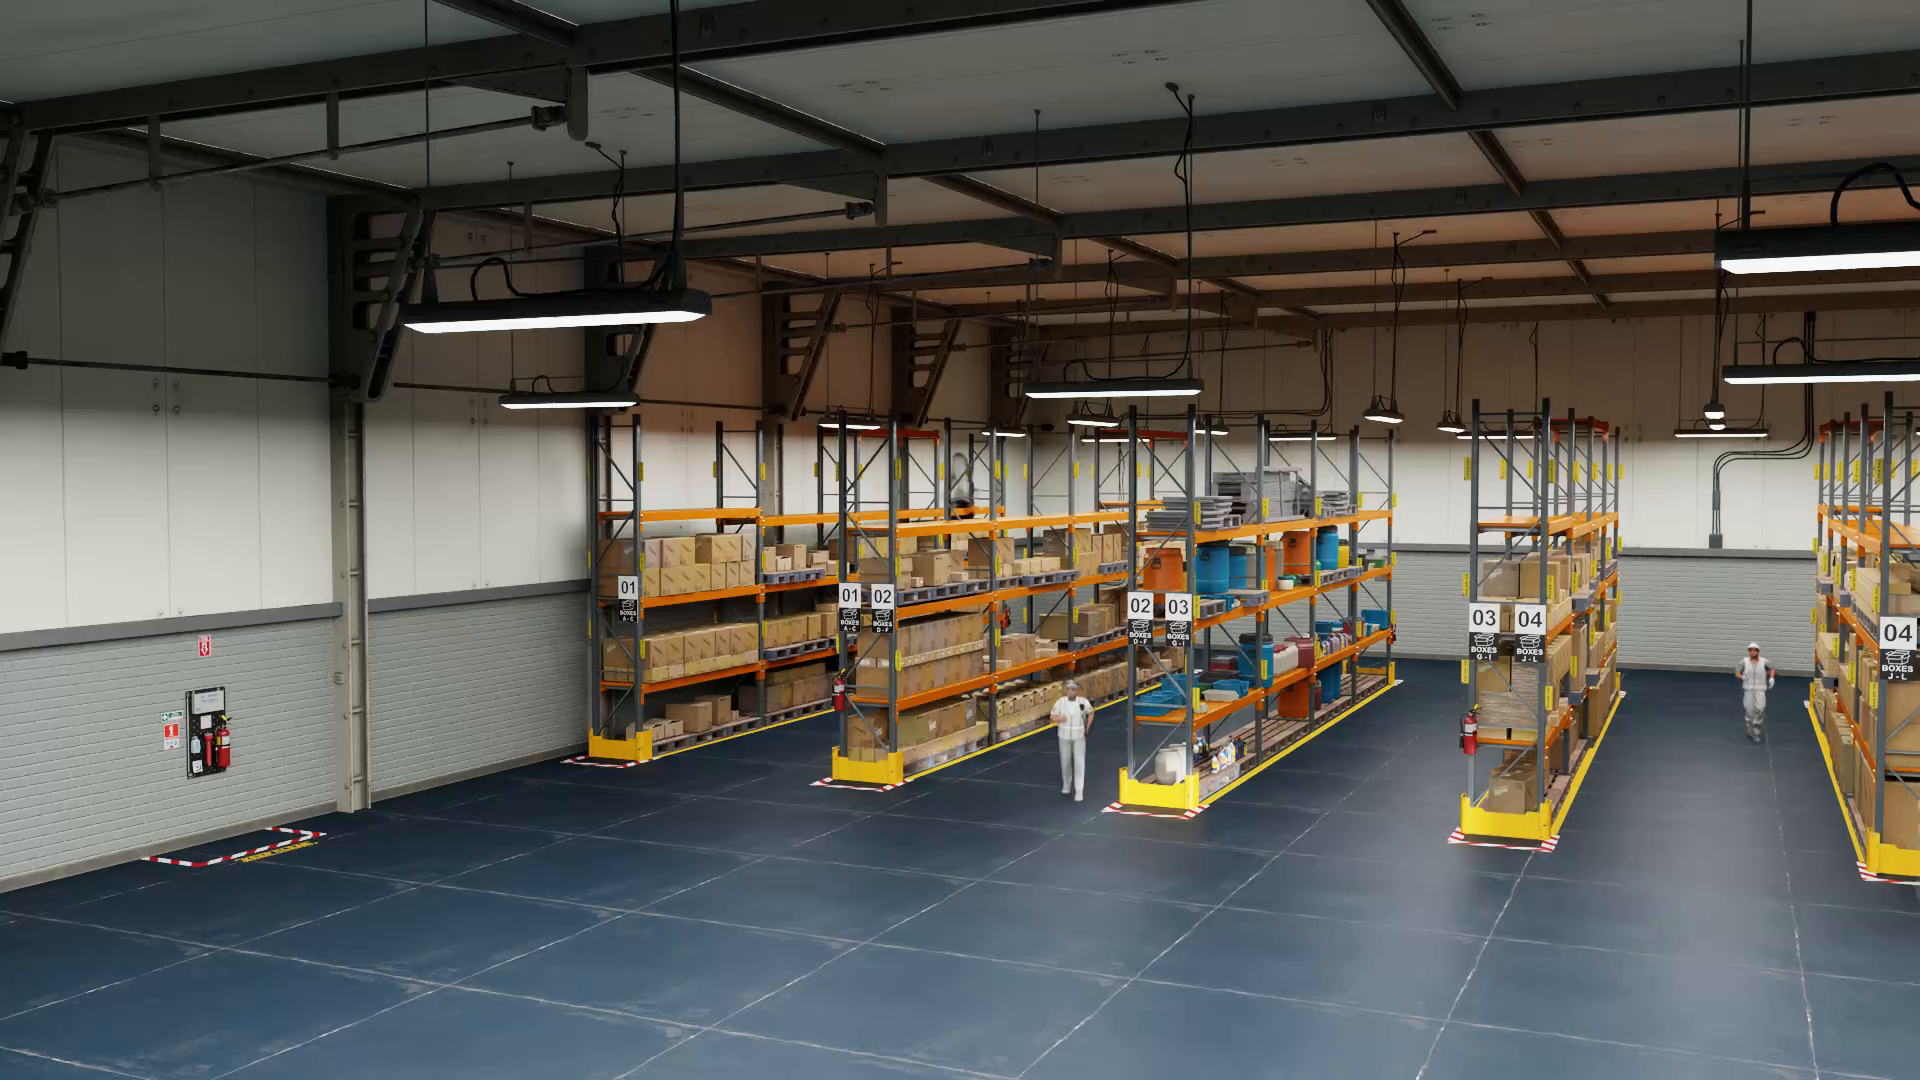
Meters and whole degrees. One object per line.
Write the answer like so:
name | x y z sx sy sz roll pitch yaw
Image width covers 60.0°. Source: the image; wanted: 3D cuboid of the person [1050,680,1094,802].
person | 1.708 3.066 25.544 0.657 1.864 0.743 0 2 9

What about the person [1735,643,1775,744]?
person | 14.818 2.827 31.030 0.656 1.806 0.953 1 3 28
